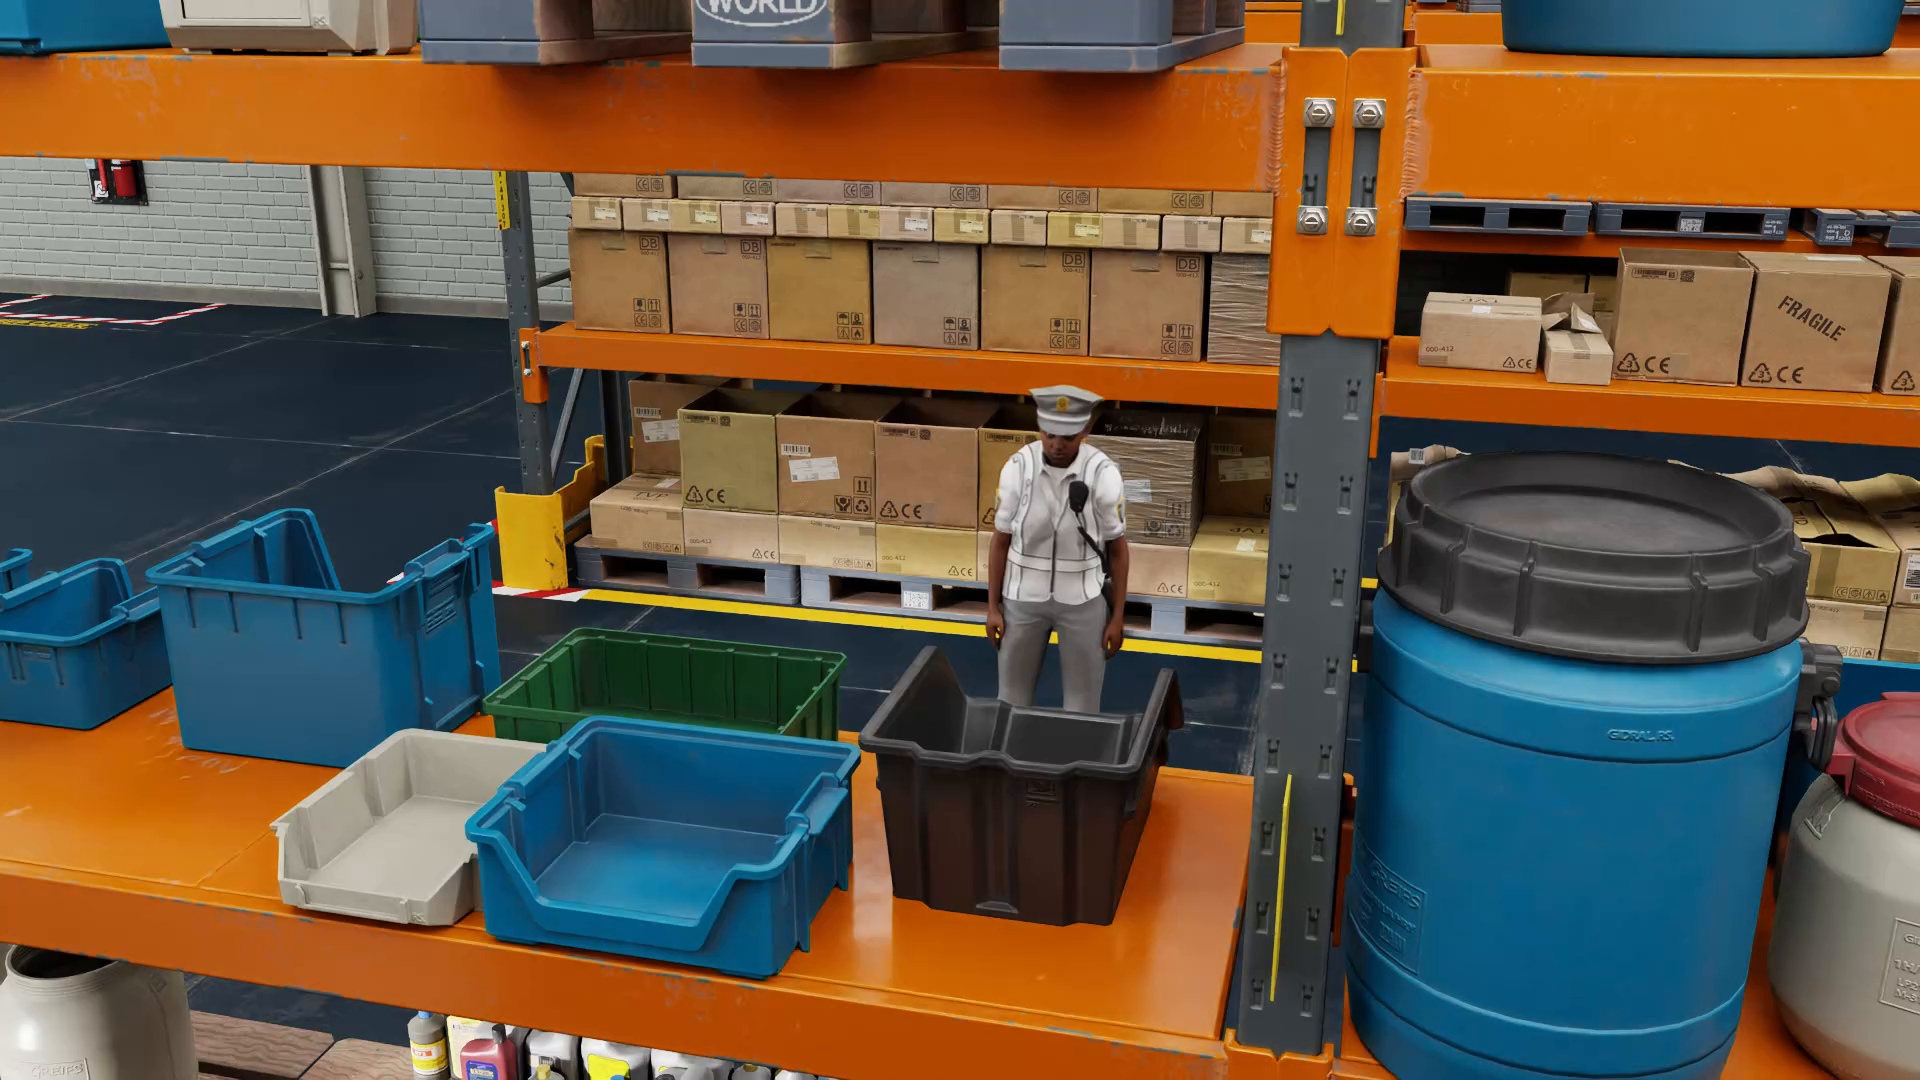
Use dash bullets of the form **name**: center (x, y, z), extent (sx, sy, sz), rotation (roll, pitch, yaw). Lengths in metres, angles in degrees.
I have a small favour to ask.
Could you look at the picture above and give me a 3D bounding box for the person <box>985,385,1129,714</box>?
- **person**: center (0.322, 0.257, 5.792), extent (0.516, 1.655, 0.397), rotation (4, 19, 11)
